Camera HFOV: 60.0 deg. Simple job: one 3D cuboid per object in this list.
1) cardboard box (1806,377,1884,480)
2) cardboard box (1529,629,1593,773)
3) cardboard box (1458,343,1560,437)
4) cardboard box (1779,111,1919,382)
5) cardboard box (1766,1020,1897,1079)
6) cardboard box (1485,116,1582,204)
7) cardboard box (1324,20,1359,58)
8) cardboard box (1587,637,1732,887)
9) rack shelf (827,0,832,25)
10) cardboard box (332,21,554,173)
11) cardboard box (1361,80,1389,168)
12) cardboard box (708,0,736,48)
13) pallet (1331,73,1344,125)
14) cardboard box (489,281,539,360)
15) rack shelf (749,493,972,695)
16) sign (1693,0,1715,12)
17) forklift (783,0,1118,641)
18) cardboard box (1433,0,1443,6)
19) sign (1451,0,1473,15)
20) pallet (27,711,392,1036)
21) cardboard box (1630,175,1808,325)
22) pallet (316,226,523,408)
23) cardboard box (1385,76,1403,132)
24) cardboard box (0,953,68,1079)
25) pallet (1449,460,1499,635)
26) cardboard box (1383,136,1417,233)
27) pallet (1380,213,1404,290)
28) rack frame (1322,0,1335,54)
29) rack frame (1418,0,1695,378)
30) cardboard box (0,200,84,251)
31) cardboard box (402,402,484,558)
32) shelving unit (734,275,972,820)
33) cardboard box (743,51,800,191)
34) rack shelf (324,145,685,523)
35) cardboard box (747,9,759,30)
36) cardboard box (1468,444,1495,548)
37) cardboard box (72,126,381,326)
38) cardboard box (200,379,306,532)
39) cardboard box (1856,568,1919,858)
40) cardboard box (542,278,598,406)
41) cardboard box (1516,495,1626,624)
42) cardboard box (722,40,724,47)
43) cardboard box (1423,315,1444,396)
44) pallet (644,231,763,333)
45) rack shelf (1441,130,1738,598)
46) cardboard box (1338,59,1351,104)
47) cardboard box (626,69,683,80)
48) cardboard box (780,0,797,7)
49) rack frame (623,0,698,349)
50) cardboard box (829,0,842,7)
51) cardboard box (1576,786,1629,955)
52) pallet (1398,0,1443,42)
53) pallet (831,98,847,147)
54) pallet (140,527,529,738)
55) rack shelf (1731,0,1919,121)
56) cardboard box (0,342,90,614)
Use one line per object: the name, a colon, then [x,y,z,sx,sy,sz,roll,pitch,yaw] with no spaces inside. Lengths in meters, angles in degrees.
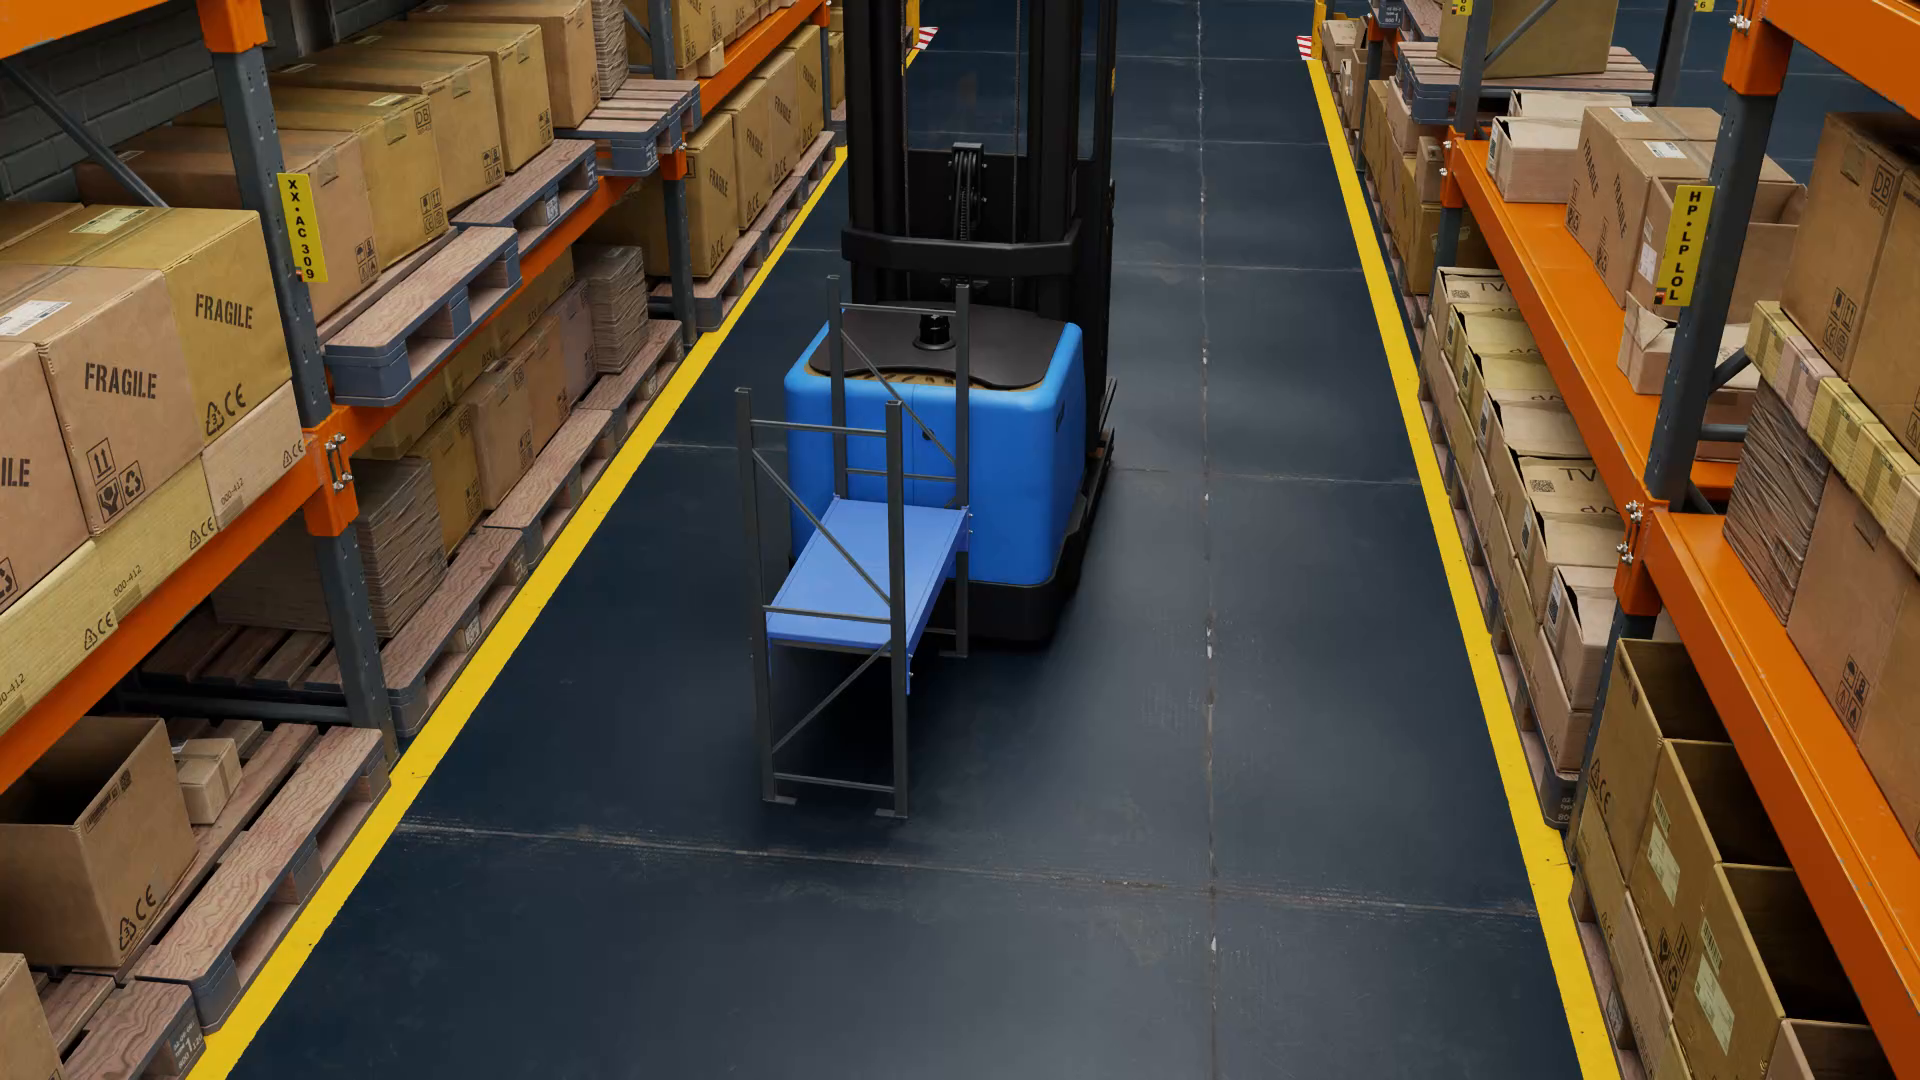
cardboard box: [2.166,-0.246,3.755,0.380,0.149,0.250,3,28,5]
cardboard box: [2.215,0.542,5.537,0.500,0.250,0.500,3,28,6]
cardboard box: [2.465,-0.658,7.174,0.500,0.311,0.500,3,28,5]
cardboard box: [2.403,-0.677,3.871,0.700,0.500,0.500,3,29,6]
cardboard box: [1.902,1.330,3.284,0.500,0.500,0.500,3,28,6]
cardboard box: [2.640,-1.705,7.347,0.500,0.311,0.500,3,28,6]
cardboard box: [3.512,-4.428,14.742,0.500,0.250,0.500,3,28,6]
cardboard box: [2.084,0.624,4.594,0.500,0.500,0.500,3,28,6]
rack shelf: [-1.240,-4.948,14.030,1.077,0.370,4.000,3,28,6]
cardboard box: [-2.153,-1.868,6.986,0.700,0.500,0.500,3,28,6]
cardboard box: [3.131,-2.917,11.673,0.500,0.500,0.500,2,28,4]
cardboard box: [-1.588,-3.084,9.371,0.500,0.500,0.500,4,29,8]
pallet: [3.664,-3.708,13.911,1.003,0.211,1.213,3,28,6]
cardboard box: [-2.202,-1.015,7.352,0.500,0.250,0.500,3,28,6]
rack shelf: [-0.316,0.161,5.749,0.538,0.185,1.000,5,29,10]
sign: [3.493,-2.633,7.754,0.100,0.325,0.005,3,28,6]
forklift: [0.124,-1.583,7.098,1.130,2.935,3.031,5,29,10]
cardboard box: [3.276,-3.431,9.907,0.700,0.500,0.500,-4,29,-7]
sign: [2.402,-2.656,7.880,0.100,0.325,0.005,3,28,6]
pallet: [-2.513,0.988,5.193,1.003,0.211,1.213,3,28,6]
cardboard box: [2.626,-0.924,5.697,0.500,0.500,0.500,5,29,10]
pallet: [-2.227,-0.824,5.820,1.003,0.211,1.213,3,28,6]
cardboard box: [3.008,-2.776,10.622,0.500,0.250,0.500,3,29,6]
cardboard box: [-2.572,1.301,3.844,0.700,0.500,0.500,2,28,3]
pallet: [2.650,0.031,6.969,1.003,0.211,1.213,3,28,6]
cardboard box: [2.945,-2.192,10.328,0.500,0.500,0.500,2,28,4]
pallet: [3.223,-1.848,10.459,1.003,0.211,1.213,3,28,6]
rack frame: [3.922,-5.920,15.076,1.000,3.000,0.127,3,28,6]
rack frame: [2.942,-2.154,8.086,1.000,3.000,0.127,3,28,6]
cardboard box: [-2.730,-0.621,4.587,0.500,0.500,0.500,3,28,5]
cardboard box: [-2.378,-0.244,6.712,0.700,0.500,0.500,3,28,5]
shelving unit: [-0.316,0.003,5.664,0.538,1.500,1.048,5,29,10]
cardboard box: [-1.542,-2.830,11.163,0.750,0.750,0.750,4,29,8]
rack shelf: [-2.220,-1.182,7.040,1.077,0.370,4.000,3,28,6]
cardboard box: [-1.489,-3.326,10.505,0.380,0.149,0.250,4,29,8]
cardboard box: [2.404,-0.176,6.870,0.500,0.250,0.500,4,29,7]
cardboard box: [-2.369,-1.033,5.435,0.700,0.500,0.500,3,29,6]
cardboard box: [-2.223,-0.260,4.706,0.500,0.250,0.500,3,29,6]
cardboard box: [2.280,0.378,3.279,0.700,0.500,0.500,4,29,7]
cardboard box: [-2.190,-0.956,8.033,0.700,0.500,0.500,3,28,6]
cardboard box: [2.274,0.055,5.851,0.500,0.311,0.500,4,29,8]
cardboard box: [-1.617,-2.967,9.838,0.380,0.149,0.250,4,29,7]
cardboard box: [2.586,-0.899,8.213,0.500,0.250,0.500,3,28,6]
pallet: [-1.804,-1.579,9.959,1.003,0.211,1.213,3,28,6]
rack shelf: [2.697,-0.896,6.509,1.077,0.370,4.000,3,28,6]
cardboard box: [3.312,-3.685,13.298,0.500,0.311,0.500,3,28,6]
cardboard box: [-1.705,-2.480,8.935,0.380,0.149,0.250,3,28,5]
cardboard box: [-1.304,-3.679,11.159,0.380,0.149,0.250,3,28,6]
rack frame: [-1.975,-2.440,8.617,1.000,3.000,0.127,3,28,6]
cardboard box: [-1.005,-4.436,13.829,0.380,0.149,0.250,3,28,5]
cardboard box: [2.094,0.955,4.771,0.500,0.250,0.500,3,28,6]
pallet: [3.175,-2.985,9.831,1.003,0.211,1.213,3,28,6]
pallet: [-1.314,-3.449,13.429,1.003,0.211,1.213,3,28,6]
pallet: [-2.371,0.304,6.464,1.003,0.211,1.213,3,28,6]
rack shelf: [2.206,-0.334,2.303,1.077,0.370,4.000,3,28,6]
cardboard box: [-2.344,-0.118,3.653,0.500,0.500,0.500,3,28,5]
